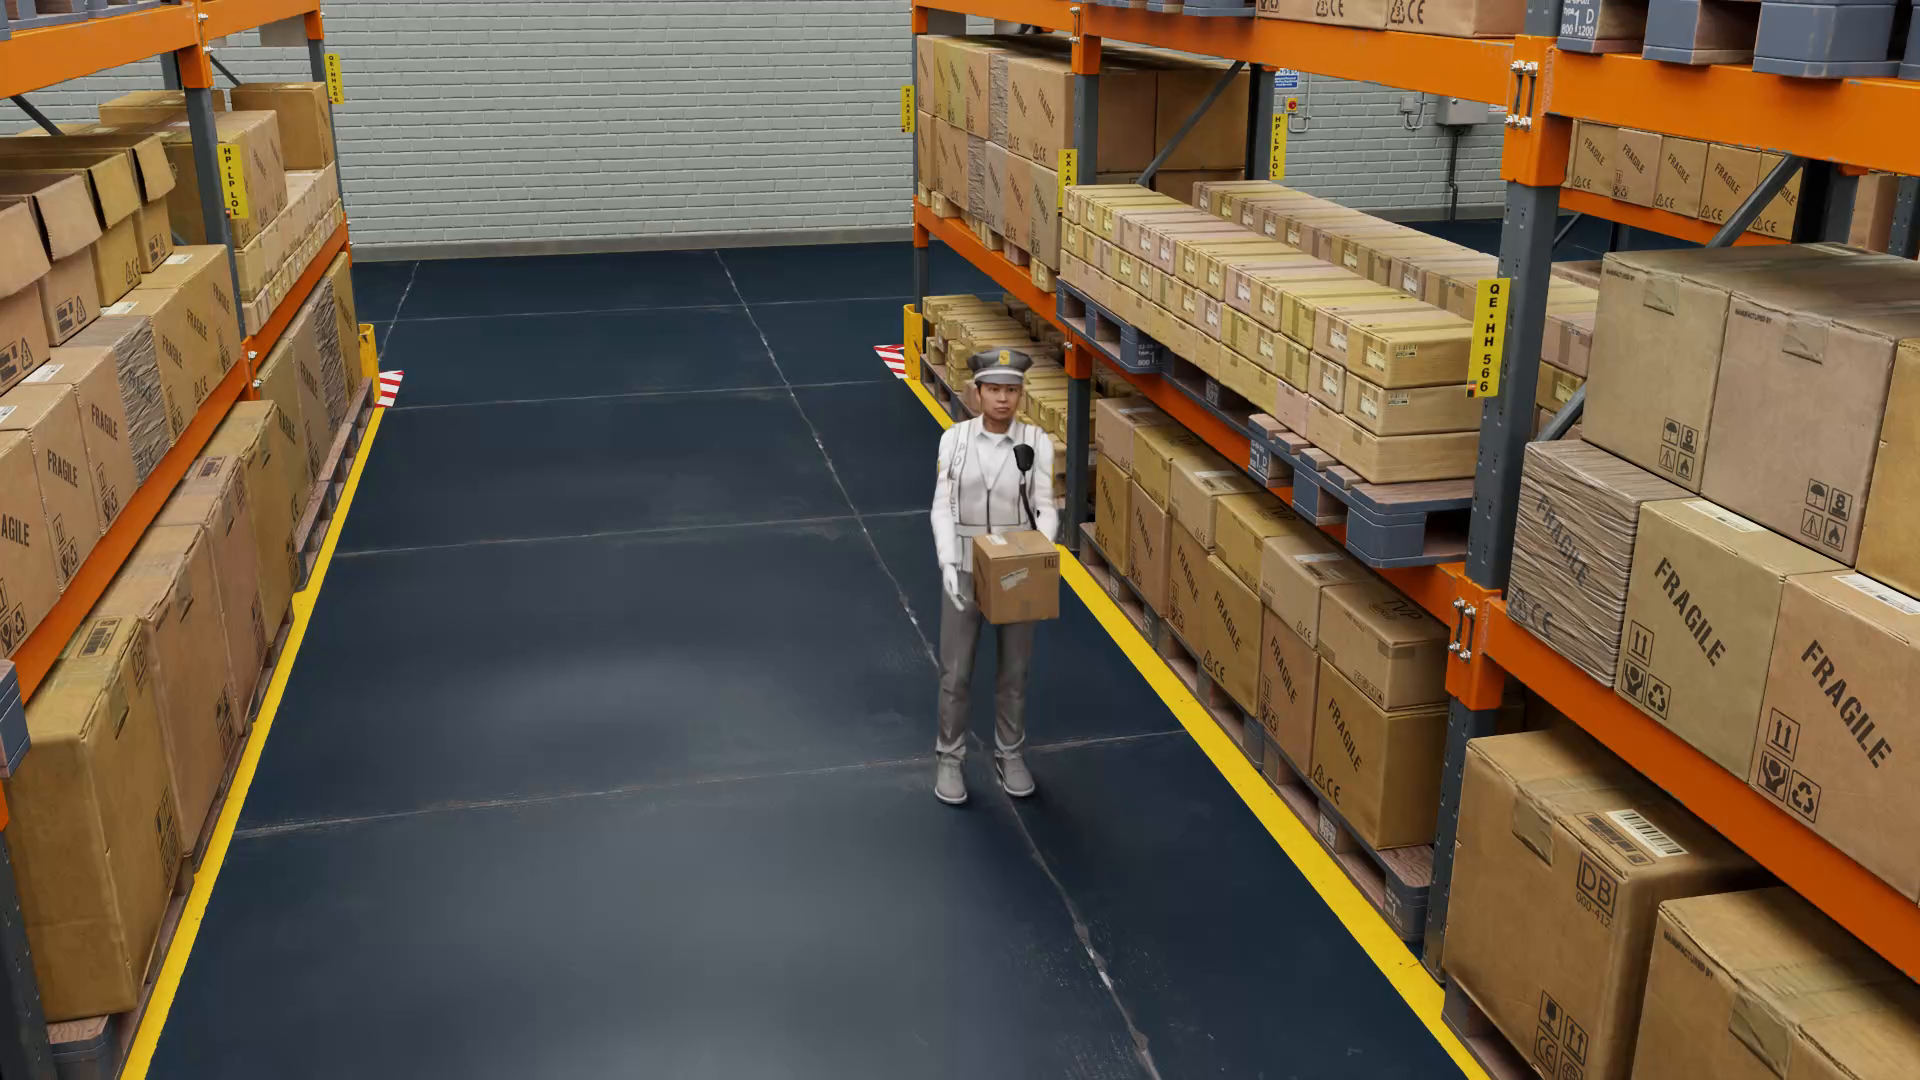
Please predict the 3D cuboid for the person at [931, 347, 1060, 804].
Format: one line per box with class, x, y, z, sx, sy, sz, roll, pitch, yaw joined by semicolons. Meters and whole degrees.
person;0.129;0.139;6.126;0.471;1.700;0.543;1;20;3
